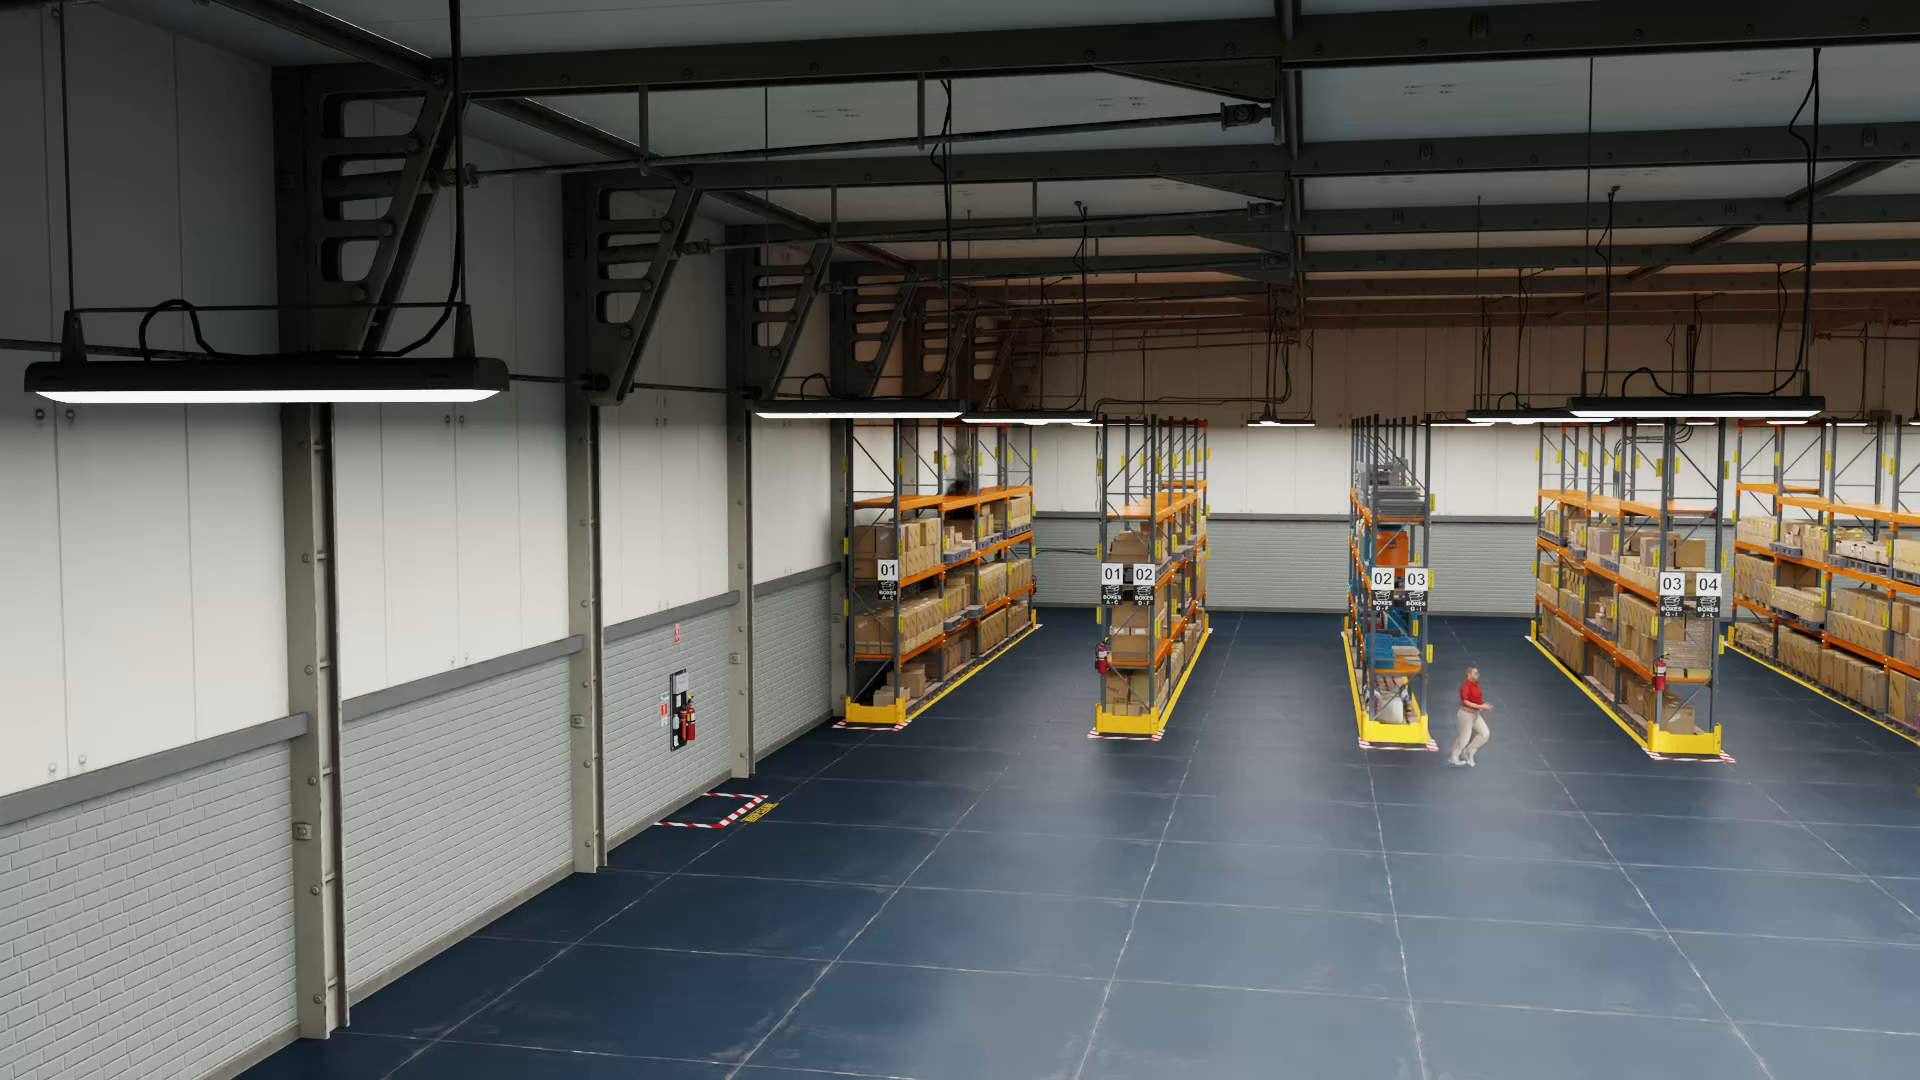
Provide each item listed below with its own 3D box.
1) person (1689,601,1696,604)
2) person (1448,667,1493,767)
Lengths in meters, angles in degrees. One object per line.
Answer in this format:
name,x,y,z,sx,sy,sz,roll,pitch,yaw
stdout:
person,19.562,1.906,44.908,0.603,1.655,0.859,-4,5,-43
person,8.652,3.000,28.113,0.781,1.722,0.636,3,5,42
